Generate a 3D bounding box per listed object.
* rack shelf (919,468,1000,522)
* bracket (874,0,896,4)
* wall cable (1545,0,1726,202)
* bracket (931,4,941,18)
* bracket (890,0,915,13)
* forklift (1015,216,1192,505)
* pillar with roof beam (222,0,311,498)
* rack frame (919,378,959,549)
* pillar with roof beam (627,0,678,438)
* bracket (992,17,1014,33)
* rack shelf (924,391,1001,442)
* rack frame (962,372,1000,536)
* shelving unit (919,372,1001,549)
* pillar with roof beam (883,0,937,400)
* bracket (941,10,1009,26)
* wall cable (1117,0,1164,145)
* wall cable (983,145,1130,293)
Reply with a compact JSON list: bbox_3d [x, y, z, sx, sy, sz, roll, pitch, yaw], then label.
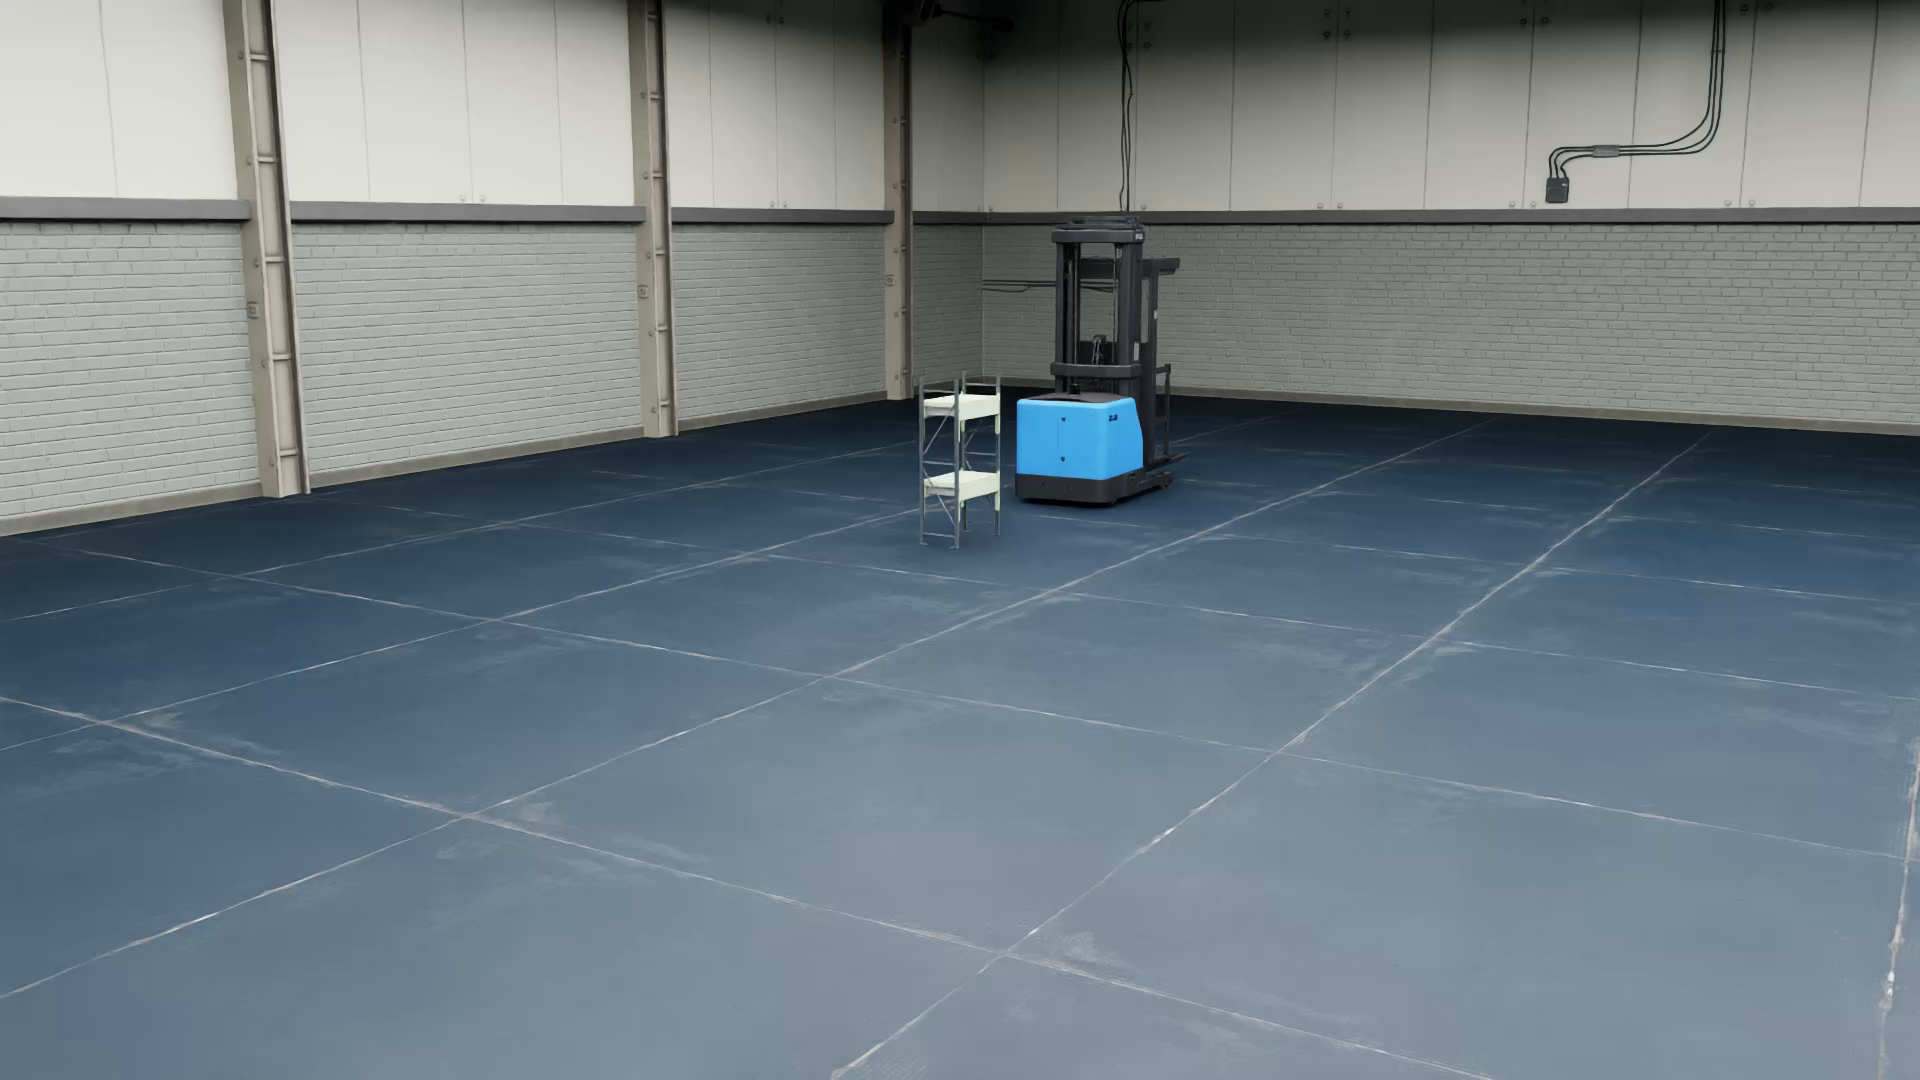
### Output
[{"bbox_3d":[0.003,-0.418,15.178,0.431,0.370,0.720,6,12,31],"label":"rack shelf"},{"bbox_3d":[-2.262,-8.065,24.095,0.076,0.066,4.783,6,12,31],"label":"bracket"},{"bbox_3d":[9.753,-7.900,23.749,2.305,6.003,0.169,6,12,31],"label":"wall cable"},{"bbox_3d":[-0.493,-8.601,26.957,0.235,0.232,0.430,6,12,31],"label":"bracket"},{"bbox_3d":[-0.924,-8.471,26.259,0.235,0.232,0.430,6,12,31],"label":"bracket"},{"bbox_3d":[1.711,-2.030,18.128,1.130,2.935,3.031,6,12,28],"label":"forklift"},{"bbox_3d":[-3.563,-4.502,14.843,9.100,9.000,0.400,6,12,31],"label":"pillar with roof beam"},{"bbox_3d":[-0.187,-0.681,14.810,0.400,1.500,0.023,6,12,31],"label":"rack frame"},{"bbox_3d":[-0.448,-5.446,19.883,9.100,9.000,0.400,6,12,31],"label":"pillar with roof beam"},{"bbox_3d":[0.737,-8.974,28.947,0.235,0.232,0.430,6,12,31],"label":"bracket"},{"bbox_3d":[0.003,-1.122,15.046,0.431,0.370,0.720,6,12,31],"label":"rack shelf"},{"bbox_3d":[0.193,-0.796,15.425,0.400,1.500,0.023,6,12,31],"label":"rack frame"},{"bbox_3d":[0.003,-0.738,15.118,0.431,1.500,0.755,6,12,31],"label":"shelving unit"},{"bbox_3d":[2.667,-6.389,24.923,9.100,9.000,0.548,6,12,31],"label":"pillar with roof beam"},{"bbox_3d":[0.430,-8.881,28.451,0.076,0.066,3.189,6,12,31],"label":"bracket"},{"bbox_3d":[3.960,-7.835,27.361,3.097,2.526,0.112,6,12,31],"label":"wall cable"},{"bbox_3d":[1.647,-5.611,29.206,3.097,2.526,0.112,6,12,31],"label":"wall cable"}]
